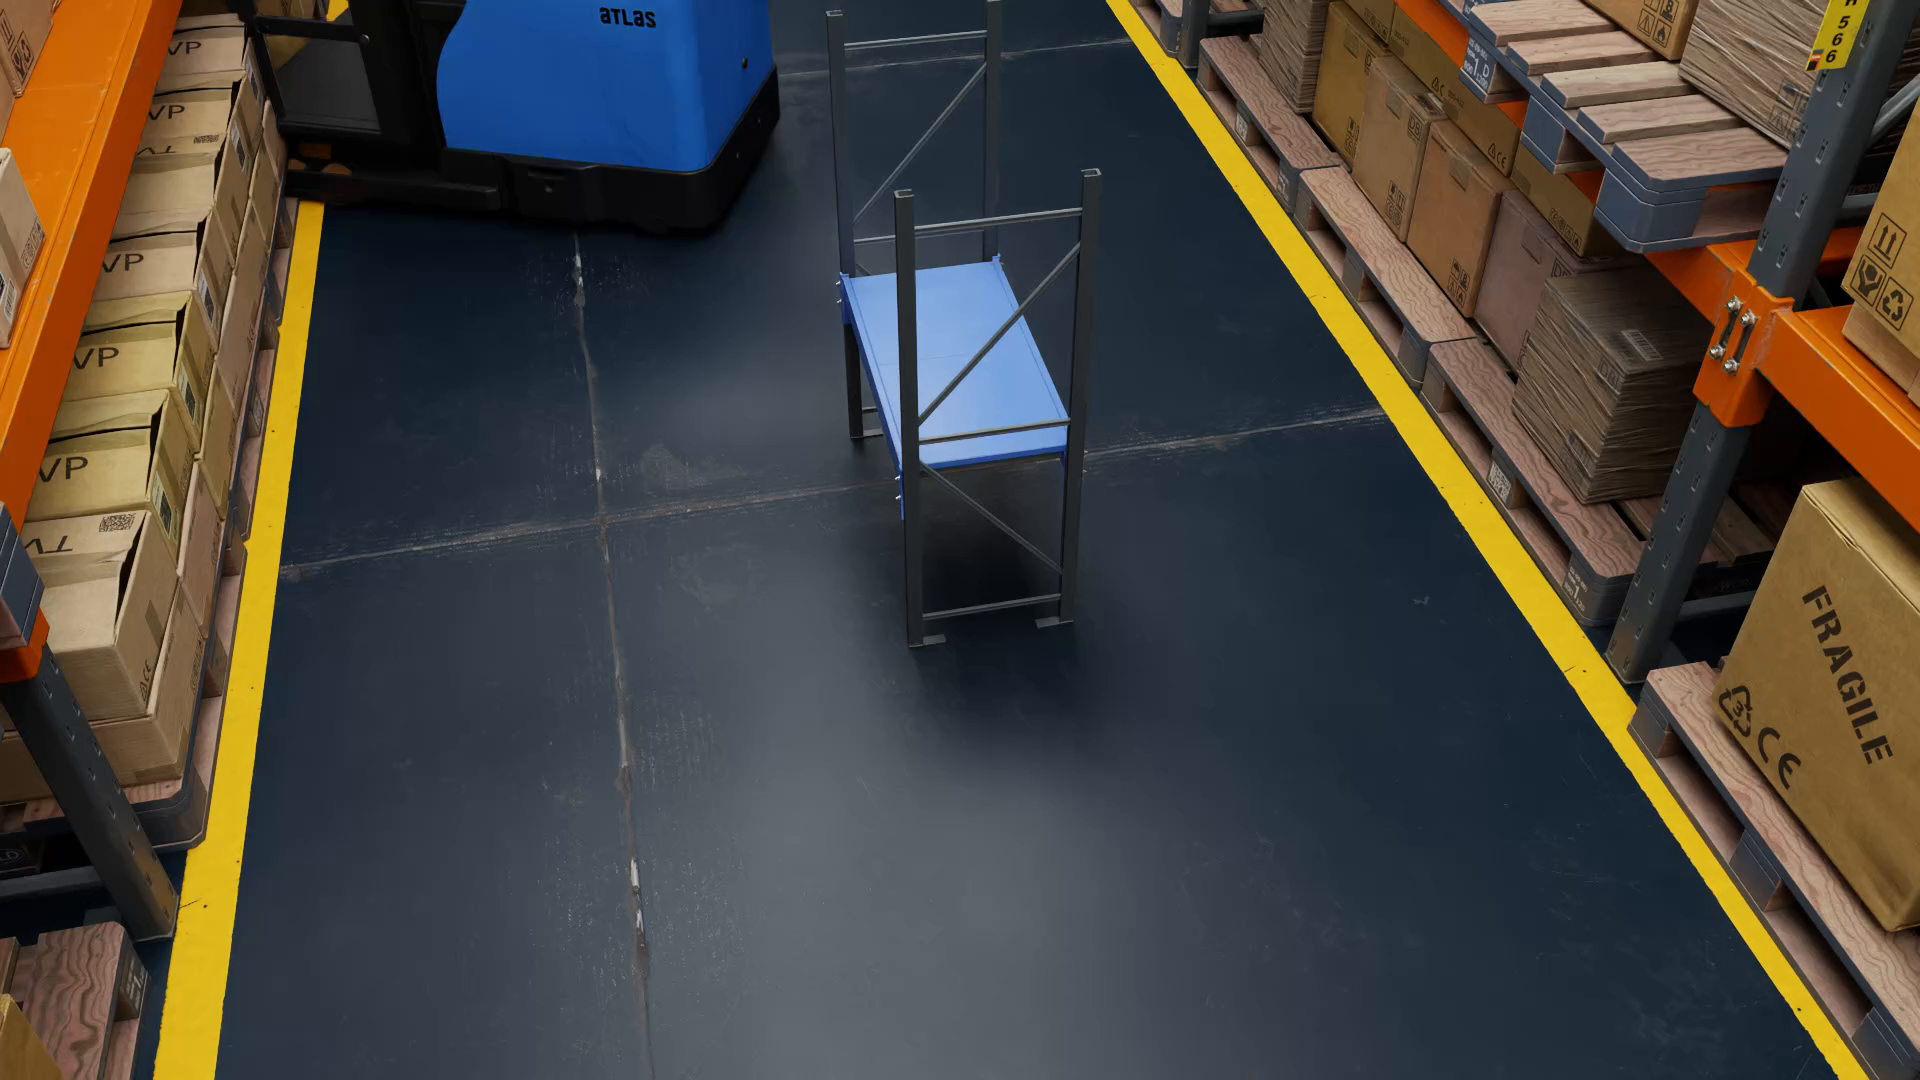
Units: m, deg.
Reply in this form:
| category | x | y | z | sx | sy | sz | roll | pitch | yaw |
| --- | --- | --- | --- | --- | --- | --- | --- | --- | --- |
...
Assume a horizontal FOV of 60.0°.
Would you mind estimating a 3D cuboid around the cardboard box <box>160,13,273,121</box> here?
| category | x | y | z | sx | sy | sz | roll | pitch | yaw |
| --- | --- | --- | --- | --- | --- | --- | --- | --- | --- |
| cardboard box | -2.951 | -1.808 | 6.360 | 0.500 | 0.311 | 0.500 | -8 | 42 | -9 |

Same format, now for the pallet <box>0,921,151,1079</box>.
| category | x | y | z | sx | sy | sz | roll | pitch | yaw |
| --- | --- | --- | --- | --- | --- | --- | --- | --- | --- |
| pallet | -2.330 | 1.434 | 3.476 | 1.003 | 0.211 | 1.213 | -8 | 42 | -9 |

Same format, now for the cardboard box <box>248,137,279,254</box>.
| category | x | y | z | sx | sy | sz | roll | pitch | yaw |
| --- | --- | --- | --- | --- | --- | --- | --- | --- | --- |
| cardboard box | -2.838 | -1.264 | 6.170 | 0.500 | 0.250 | 0.500 | -9 | 42 | -10 |

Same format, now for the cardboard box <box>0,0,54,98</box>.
| category | x | y | z | sx | sy | sz | roll | pitch | yaw |
| --- | --- | --- | --- | --- | --- | --- | --- | --- | --- |
| cardboard box | -2.946 | -1.562 | 4.675 | 0.500 | 0.500 | 0.500 | -8 | 42 | -9 |

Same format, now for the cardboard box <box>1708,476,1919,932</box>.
| category | x | y | z | sx | sy | sz | roll | pitch | yaw |
| --- | --- | --- | --- | --- | --- | --- | --- | --- | --- |
| cardboard box | 2.412 | 0.332 | 3.920 | 0.750 | 0.750 | 0.750 | -9 | 42 | -10 |

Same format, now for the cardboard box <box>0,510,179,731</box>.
| category | x | y | z | sx | sy | sz | roll | pitch | yaw |
| --- | --- | --- | --- | --- | --- | --- | --- | --- | --- |
| cardboard box | -2.281 | 0.182 | 4.118 | 0.500 | 0.311 | 0.500 | -7 | 42 | -8 |

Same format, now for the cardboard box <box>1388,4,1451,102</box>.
| category | x | y | z | sx | sy | sz | roll | pitch | yaw |
| --- | --- | --- | --- | --- | --- | --- | --- | --- | --- |
| cardboard box | 1.908 | -1.817 | 6.024 | 0.500 | 0.250 | 0.500 | -9 | 42 | -11 |

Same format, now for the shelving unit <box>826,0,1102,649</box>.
| category | x | y | z | sx | sy | sz | roll | pitch | yaw |
| --- | --- | --- | --- | --- | --- | --- | --- | --- | --- |
| shelving unit | -0.018 | -0.616 | 4.814 | 0.538 | 1.500 | 1.048 | -8 | 42 | -9 |

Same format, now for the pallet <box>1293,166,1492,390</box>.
| category | x | y | z | sx | sy | sz | roll | pitch | yaw |
| --- | --- | --- | --- | --- | --- | --- | --- | --- | --- |
| pallet | 1.954 | -1.064 | 6.289 | 1.003 | 0.211 | 1.213 | -8 | 42 | -9 |

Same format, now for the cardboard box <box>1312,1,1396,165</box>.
| category | x | y | z | sx | sy | sz | roll | pitch | yaw |
| --- | --- | --- | --- | --- | --- | --- | --- | --- | --- |
| cardboard box | 1.854 | -1.830 | 6.604 | 0.700 | 0.500 | 0.500 | -9 | 42 | -10 |

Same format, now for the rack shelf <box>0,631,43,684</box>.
| category | x | y | z | sx | sy | sz | roll | pitch | yaw |
| --- | --- | --- | --- | --- | --- | --- | --- | --- | --- |
| rack shelf | -2.023 | 1.467 | 1.879 | 1.077 | 0.370 | 4.000 | -8 | 42 | -9 |

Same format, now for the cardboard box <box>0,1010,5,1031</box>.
| category | x | y | z | sx | sy | sz | roll | pitch | yaw |
| --- | --- | --- | --- | --- | --- | --- | --- | --- | --- |
| cardboard box | -2.007 | 1.000 | 2.850 | 0.500 | 0.250 | 0.500 | -7 | 42 | -8 |

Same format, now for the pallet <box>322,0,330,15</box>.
| category | x | y | z | sx | sy | sz | roll | pitch | yaw |
| --- | --- | --- | --- | --- | --- | --- | --- | --- | --- |
| pallet | -3.716 | -2.962 | 8.428 | 1.003 | 0.211 | 1.213 | -8 | 42 | -9 |

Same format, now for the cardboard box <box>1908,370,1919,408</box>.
| category | x | y | z | sx | sy | sz | roll | pitch | yaw |
| --- | --- | --- | --- | --- | --- | --- | --- | --- | --- |
| cardboard box | 2.272 | -0.313 | 3.517 | 0.380 | 0.149 | 0.250 | -8 | 42 | -9 |

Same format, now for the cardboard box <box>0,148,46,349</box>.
| category | x | y | z | sx | sy | sz | roll | pitch | yaw |
| --- | --- | --- | --- | --- | --- | --- | --- | --- | --- |
| cardboard box | -2.459 | -0.672 | 3.815 | 0.500 | 0.311 | 0.500 | -9 | 42 | -10 |

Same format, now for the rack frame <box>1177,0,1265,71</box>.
| category | x | y | z | sx | sy | sz | roll | pitch | yaw |
| --- | --- | --- | --- | --- | --- | --- | --- | --- | --- |
| rack frame | 1.518 | -3.403 | 6.824 | 1.000 | 3.000 | 0.127 | -8 | 42 | -9 |

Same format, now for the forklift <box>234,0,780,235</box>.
| category | x | y | z | sx | sy | sz | roll | pitch | yaw |
| --- | --- | --- | --- | --- | --- | --- | --- | --- | --- |
| forklift | -2.349 | -2.792 | 6.187 | 3.031 | 2.935 | 1.130 | 8 | 42 | 9 |

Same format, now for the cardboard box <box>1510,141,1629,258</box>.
| category | x | y | z | sx | sy | sz | roll | pitch | yaw |
| --- | --- | --- | --- | --- | --- | --- | --- | --- | --- |
| cardboard box | 2.113 | -1.158 | 5.282 | 0.500 | 0.250 | 0.500 | -8 | 42 | -8 |

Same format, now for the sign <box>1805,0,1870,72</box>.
| category | x | y | z | sx | sy | sz | roll | pitch | yaw |
| --- | --- | --- | --- | --- | --- | --- | --- | --- | --- |
| sign | 1.854 | -1.130 | 3.451 | 0.100 | 0.325 | 0.005 | -8 | 42 | -9 |

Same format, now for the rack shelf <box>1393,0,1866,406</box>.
| category | x | y | z | sx | sy | sz | roll | pitch | yaw |
| --- | --- | --- | --- | --- | --- | --- | --- | --- | --- |
| rack shelf | 1.950 | -1.838 | 5.603 | 1.077 | 0.370 | 4.000 | -8 | 42 | -9 |

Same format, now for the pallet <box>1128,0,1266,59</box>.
| category | x | y | z | sx | sy | sz | roll | pitch | yaw |
| --- | --- | --- | --- | --- | --- | --- | --- | --- | --- |
| pallet | 1.339 | -2.791 | 8.235 | 1.003 | 0.211 | 1.213 | -8 | 42 | -9 |

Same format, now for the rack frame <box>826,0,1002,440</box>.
| category | x | y | z | sx | sy | sz | roll | pitch | yaw |
| --- | --- | --- | --- | --- | --- | --- | --- | --- | --- |
| rack frame | -0.128 | -0.946 | 5.186 | 0.500 | 1.500 | 0.032 | -8 | 42 | -9 |

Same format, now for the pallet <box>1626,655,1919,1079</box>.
| category | x | y | z | sx | sy | sz | roll | pitch | yaw |
| --- | --- | --- | --- | --- | --- | --- | --- | --- | --- |
| pallet | 2.478 | 0.754 | 4.241 | 1.003 | 0.211 | 1.213 | -8 | 42 | -9 |

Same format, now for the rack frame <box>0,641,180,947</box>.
| category | x | y | z | sx | sy | sz | roll | pitch | yaw |
| --- | --- | --- | --- | --- | --- | --- | --- | --- | --- |
| rack frame | -2.455 | -0.098 | 3.101 | 1.000 | 3.000 | 0.127 | -8 | 42 | -9 |

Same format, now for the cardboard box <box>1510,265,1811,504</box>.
| category | x | y | z | sx | sy | sz | roll | pitch | yaw |
| --- | --- | --- | --- | --- | --- | --- | --- | --- | --- |
| cardboard box | 2.175 | -0.499 | 5.105 | 0.700 | 0.500 | 0.500 | -8 | 42 | -9 |

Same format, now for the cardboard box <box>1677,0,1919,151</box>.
| category | x | y | z | sx | sy | sz | roll | pitch | yaw |
| --- | --- | --- | --- | --- | --- | --- | --- | --- | --- |
| cardboard box | 2.270 | -1.316 | 4.066 | 0.700 | 0.500 | 0.500 | -13 | 43 | -14 |

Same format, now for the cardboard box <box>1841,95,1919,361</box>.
| category | x | y | z | sx | sy | sz | roll | pitch | yaw |
| --- | --- | --- | --- | --- | --- | --- | --- | --- | --- |
| cardboard box | 2.236 | -0.615 | 3.369 | 0.500 | 0.500 | 0.500 | -7 | 42 | -8 |

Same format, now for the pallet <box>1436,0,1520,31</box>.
| category | x | y | z | sx | sy | sz | roll | pitch | yaw |
| --- | --- | --- | --- | --- | --- | --- | --- | --- | --- |
| pallet | 1.914 | -2.016 | 5.406 | 1.003 | 0.211 | 1.213 | -8 | 42 | -9 |

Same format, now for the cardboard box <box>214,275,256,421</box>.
| category | x | y | z | sx | sy | sz | roll | pitch | yaw |
| --- | --- | --- | --- | --- | --- | --- | --- | --- | --- |
| cardboard box | -2.619 | -0.603 | 5.424 | 0.500 | 0.250 | 0.500 | -8 | 42 | -8 |

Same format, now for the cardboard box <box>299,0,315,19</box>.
| category | x | y | z | sx | sy | sz | roll | pitch | yaw |
| --- | --- | --- | --- | --- | --- | --- | --- | --- | --- |
| cardboard box | -3.225 | -2.489 | 7.549 | 0.500 | 0.250 | 0.500 | -8 | 42 | -9 |

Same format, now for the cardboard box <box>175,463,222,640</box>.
| category | x | y | z | sx | sy | sz | roll | pitch | yaw |
| --- | --- | --- | --- | --- | --- | --- | --- | --- | --- |
| cardboard box | -2.390 | 0.066 | 4.671 | 0.500 | 0.250 | 0.500 | -9 | 42 | -10 |

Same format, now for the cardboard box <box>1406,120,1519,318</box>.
| category | x | y | z | sx | sy | sz | roll | pitch | yaw |
| --- | --- | --- | --- | --- | --- | --- | --- | --- | --- |
| cardboard box | 2.043 | -1.168 | 5.858 | 0.700 | 0.500 | 0.500 | -9 | 42 | -10 |

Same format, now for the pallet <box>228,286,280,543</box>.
| category | x | y | z | sx | sy | sz | roll | pitch | yaw |
| --- | --- | --- | --- | --- | --- | --- | --- | --- | --- |
| pallet | -2.854 | -0.384 | 5.523 | 1.003 | 0.211 | 1.213 | -8 | 42 | -9 |

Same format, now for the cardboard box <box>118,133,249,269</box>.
| category | x | y | z | sx | sy | sz | roll | pitch | yaw |
| --- | --- | --- | --- | --- | --- | --- | --- | --- | --- |
| cardboard box | -2.727 | -1.148 | 5.616 | 0.500 | 0.311 | 0.500 | -8 | 42 | -9 |

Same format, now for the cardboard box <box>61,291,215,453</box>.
| category | x | y | z | sx | sy | sz | roll | pitch | yaw |
| --- | --- | --- | --- | --- | --- | --- | --- | --- | --- |
| cardboard box | -2.510 | -0.488 | 4.873 | 0.500 | 0.311 | 0.500 | -9 | 42 | -10 |
